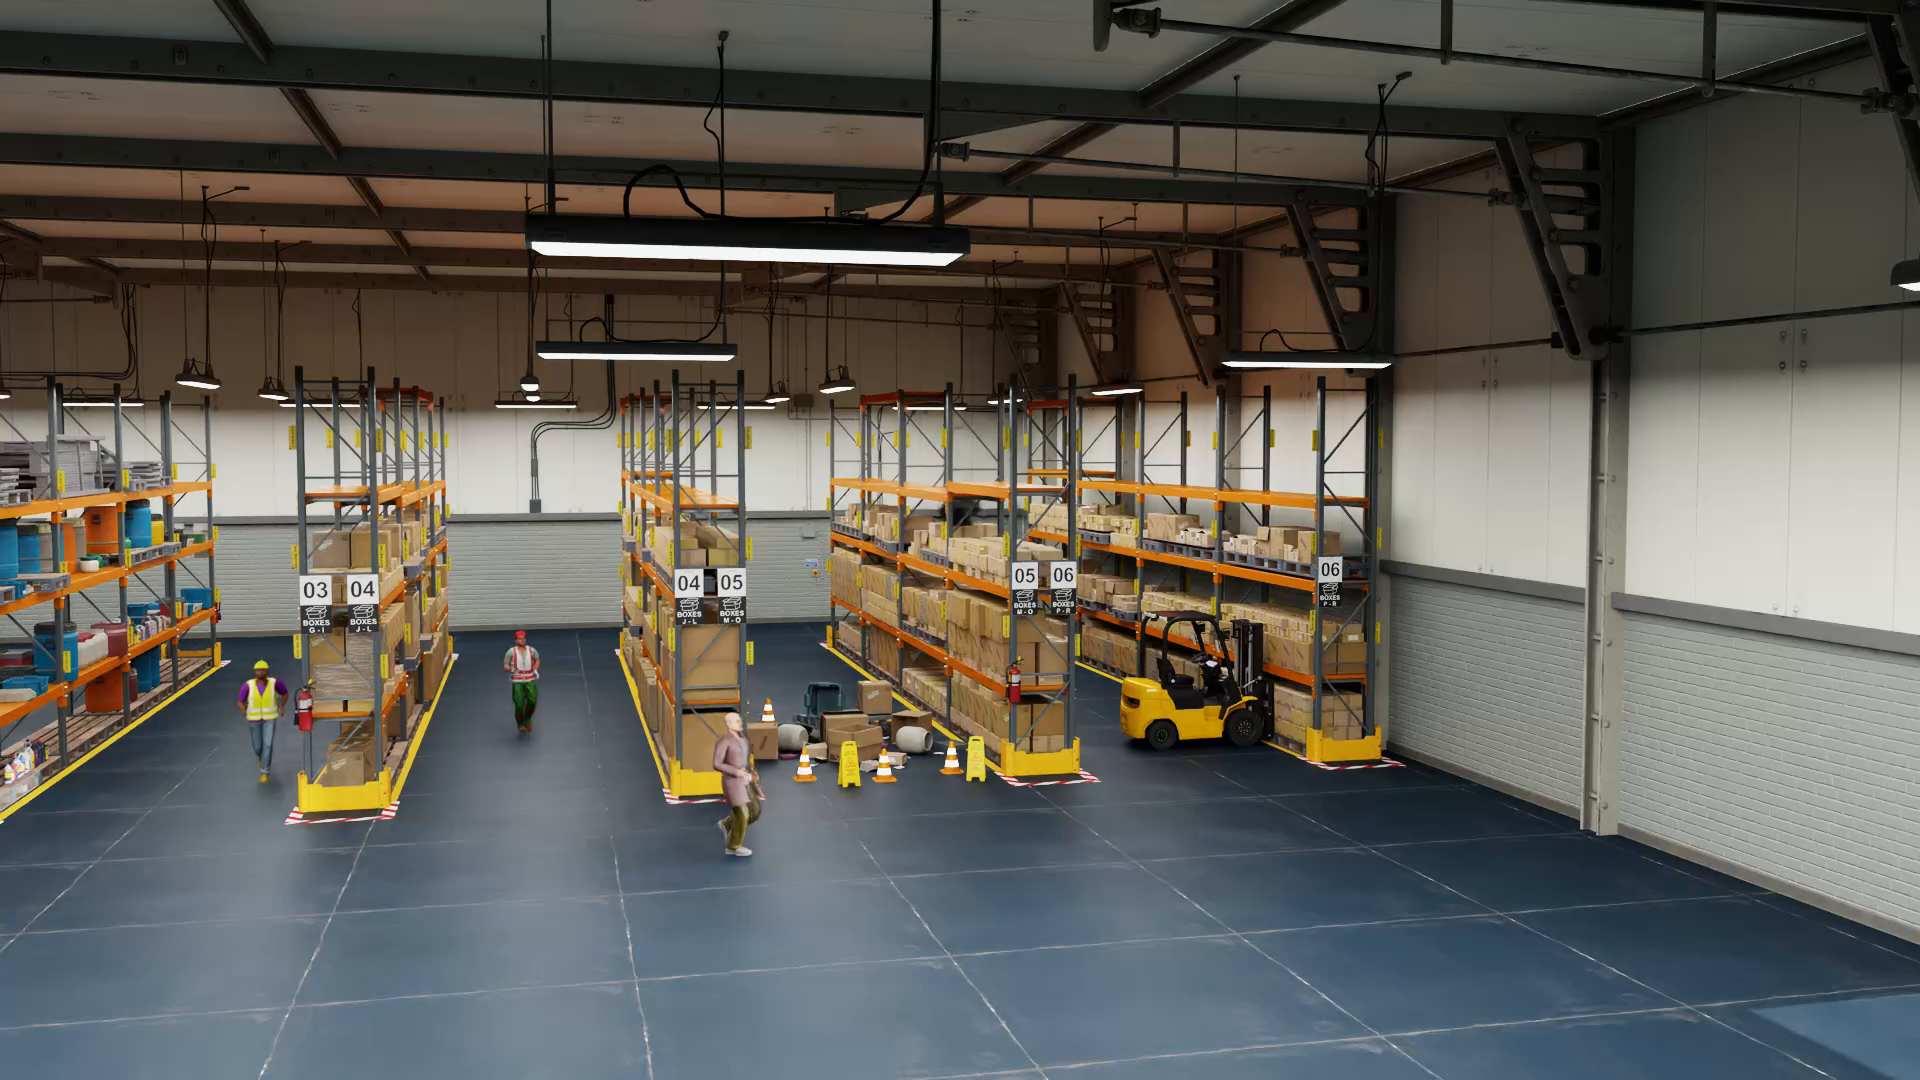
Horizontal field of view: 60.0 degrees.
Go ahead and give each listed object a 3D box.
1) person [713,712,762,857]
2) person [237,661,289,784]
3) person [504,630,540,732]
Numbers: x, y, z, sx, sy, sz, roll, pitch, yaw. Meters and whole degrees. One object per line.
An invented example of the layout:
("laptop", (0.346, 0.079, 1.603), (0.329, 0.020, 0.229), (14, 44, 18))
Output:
("person", (-2.683, 2.942, 20.033), (0.661, 1.718, 0.705), (2, 4, 27))
("person", (-10.314, 2.663, 24.608), (0.699, 1.767, 0.915), (-1, 4, -18))
("person", (-7.432, 2.419, 28.349), (0.640, 1.746, 0.607), (-2, 4, -25))
